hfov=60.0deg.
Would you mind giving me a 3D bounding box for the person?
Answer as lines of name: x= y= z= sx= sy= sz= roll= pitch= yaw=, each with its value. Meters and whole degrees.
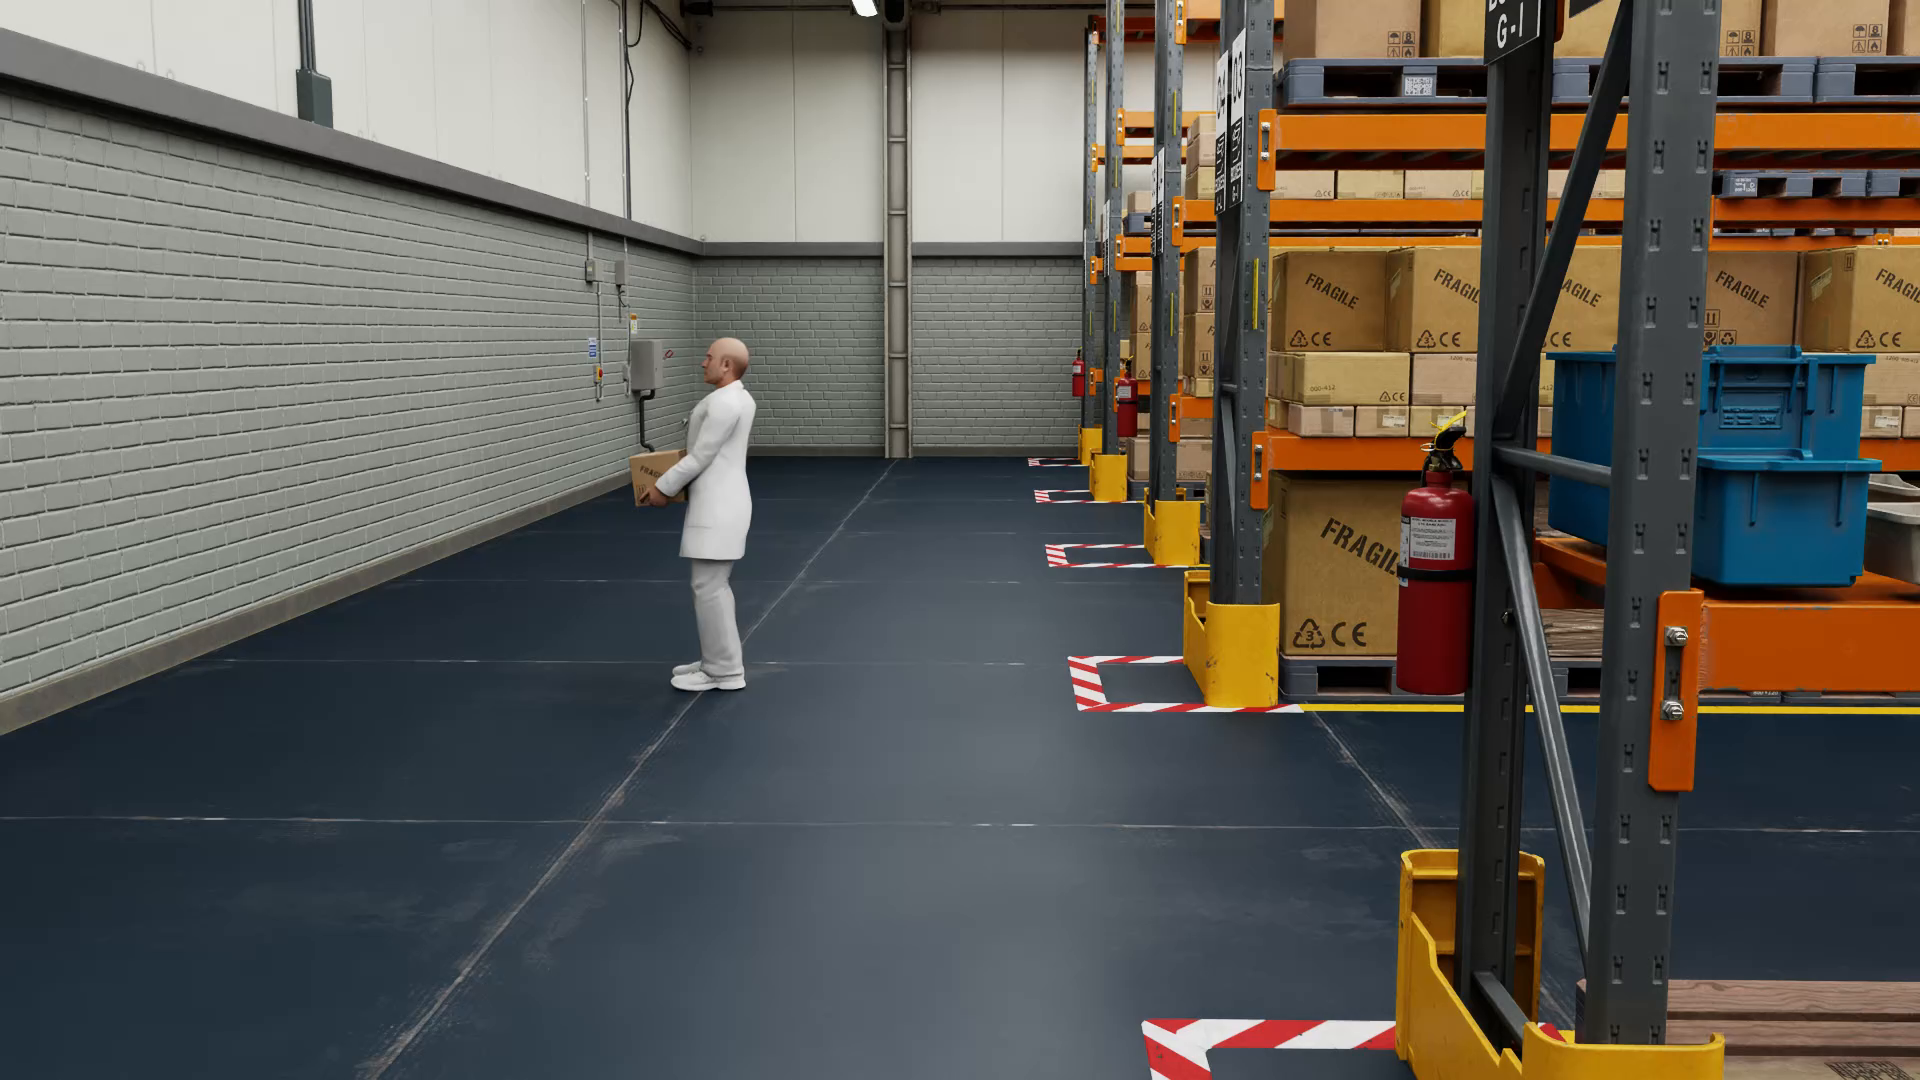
person: x=-1.327 y=-0.091 z=8.449 sx=0.553 sy=1.682 sz=0.529 roll=0 pitch=7 yaw=2
